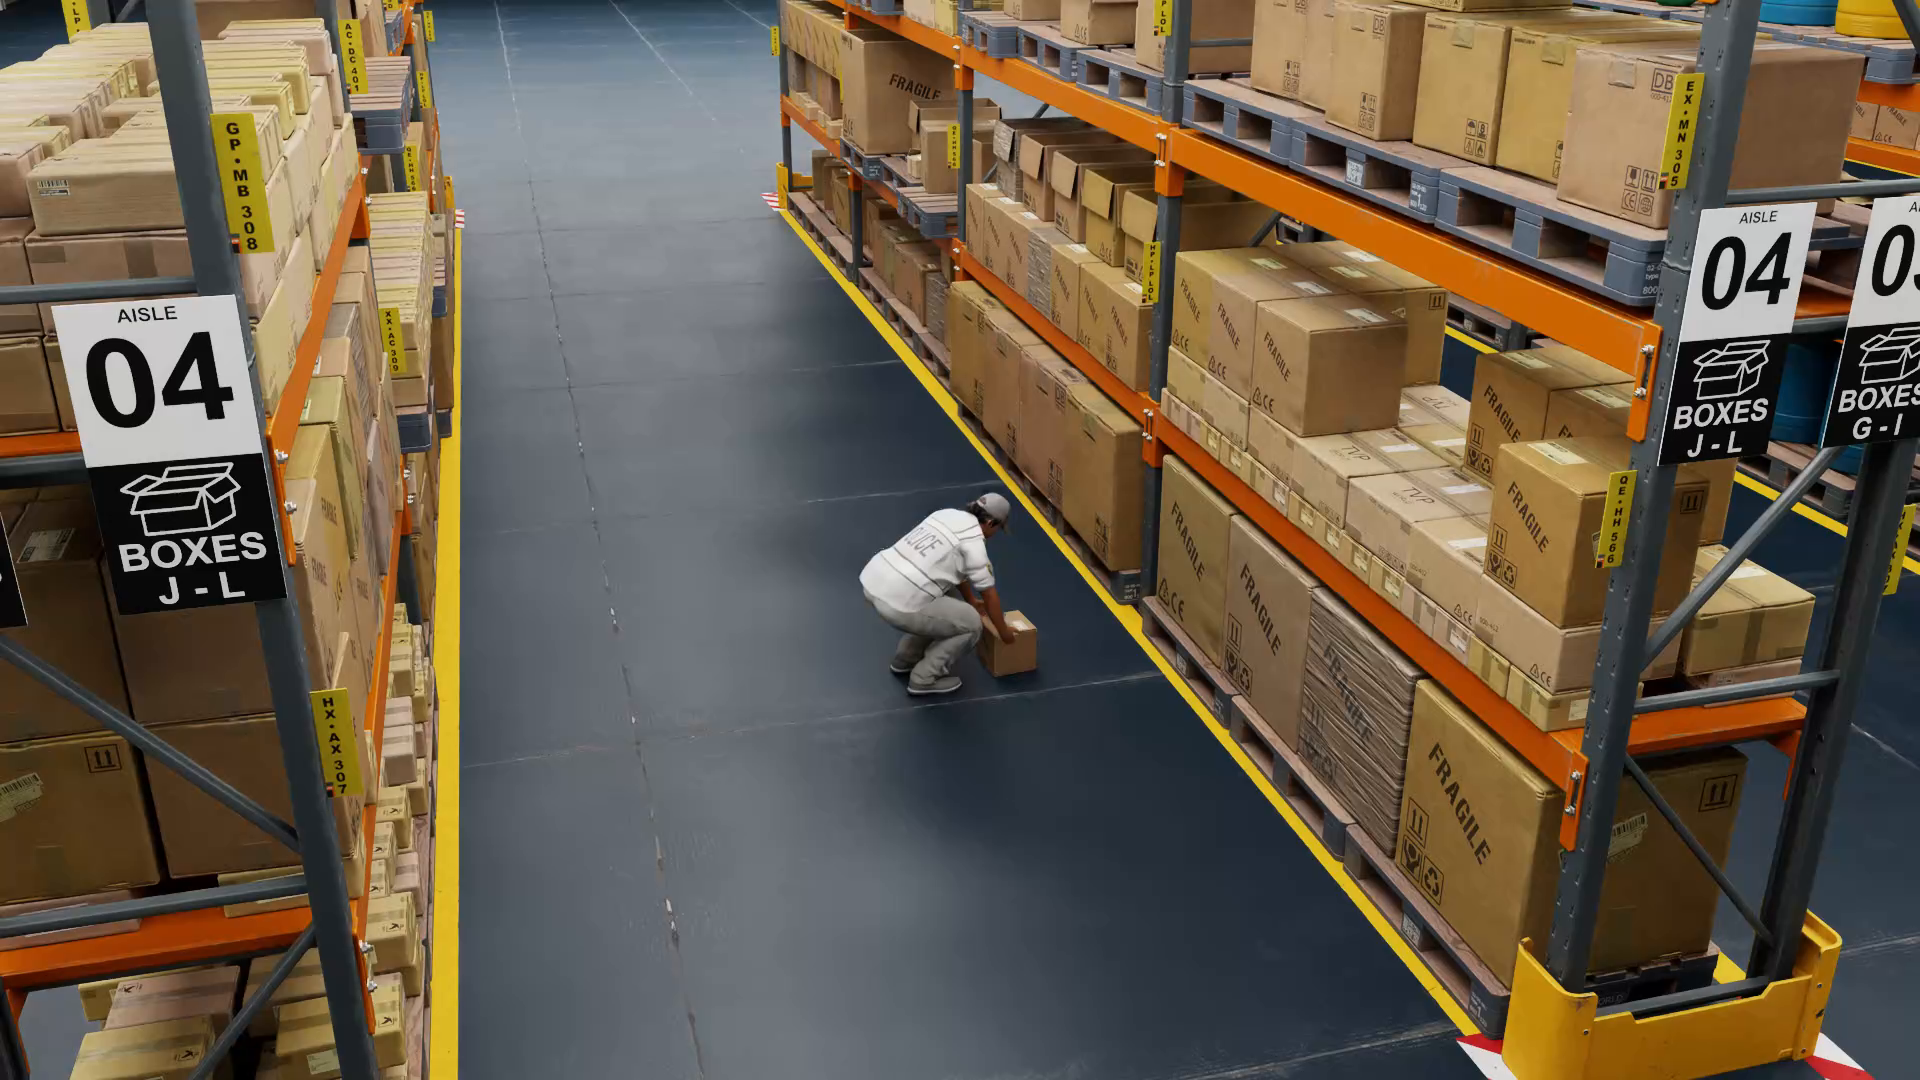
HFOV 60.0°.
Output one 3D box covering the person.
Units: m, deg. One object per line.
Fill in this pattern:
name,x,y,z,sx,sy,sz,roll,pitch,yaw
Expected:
person,-0.108,0.274,8.816,0.846,0.992,0.526,-9,25,-21
